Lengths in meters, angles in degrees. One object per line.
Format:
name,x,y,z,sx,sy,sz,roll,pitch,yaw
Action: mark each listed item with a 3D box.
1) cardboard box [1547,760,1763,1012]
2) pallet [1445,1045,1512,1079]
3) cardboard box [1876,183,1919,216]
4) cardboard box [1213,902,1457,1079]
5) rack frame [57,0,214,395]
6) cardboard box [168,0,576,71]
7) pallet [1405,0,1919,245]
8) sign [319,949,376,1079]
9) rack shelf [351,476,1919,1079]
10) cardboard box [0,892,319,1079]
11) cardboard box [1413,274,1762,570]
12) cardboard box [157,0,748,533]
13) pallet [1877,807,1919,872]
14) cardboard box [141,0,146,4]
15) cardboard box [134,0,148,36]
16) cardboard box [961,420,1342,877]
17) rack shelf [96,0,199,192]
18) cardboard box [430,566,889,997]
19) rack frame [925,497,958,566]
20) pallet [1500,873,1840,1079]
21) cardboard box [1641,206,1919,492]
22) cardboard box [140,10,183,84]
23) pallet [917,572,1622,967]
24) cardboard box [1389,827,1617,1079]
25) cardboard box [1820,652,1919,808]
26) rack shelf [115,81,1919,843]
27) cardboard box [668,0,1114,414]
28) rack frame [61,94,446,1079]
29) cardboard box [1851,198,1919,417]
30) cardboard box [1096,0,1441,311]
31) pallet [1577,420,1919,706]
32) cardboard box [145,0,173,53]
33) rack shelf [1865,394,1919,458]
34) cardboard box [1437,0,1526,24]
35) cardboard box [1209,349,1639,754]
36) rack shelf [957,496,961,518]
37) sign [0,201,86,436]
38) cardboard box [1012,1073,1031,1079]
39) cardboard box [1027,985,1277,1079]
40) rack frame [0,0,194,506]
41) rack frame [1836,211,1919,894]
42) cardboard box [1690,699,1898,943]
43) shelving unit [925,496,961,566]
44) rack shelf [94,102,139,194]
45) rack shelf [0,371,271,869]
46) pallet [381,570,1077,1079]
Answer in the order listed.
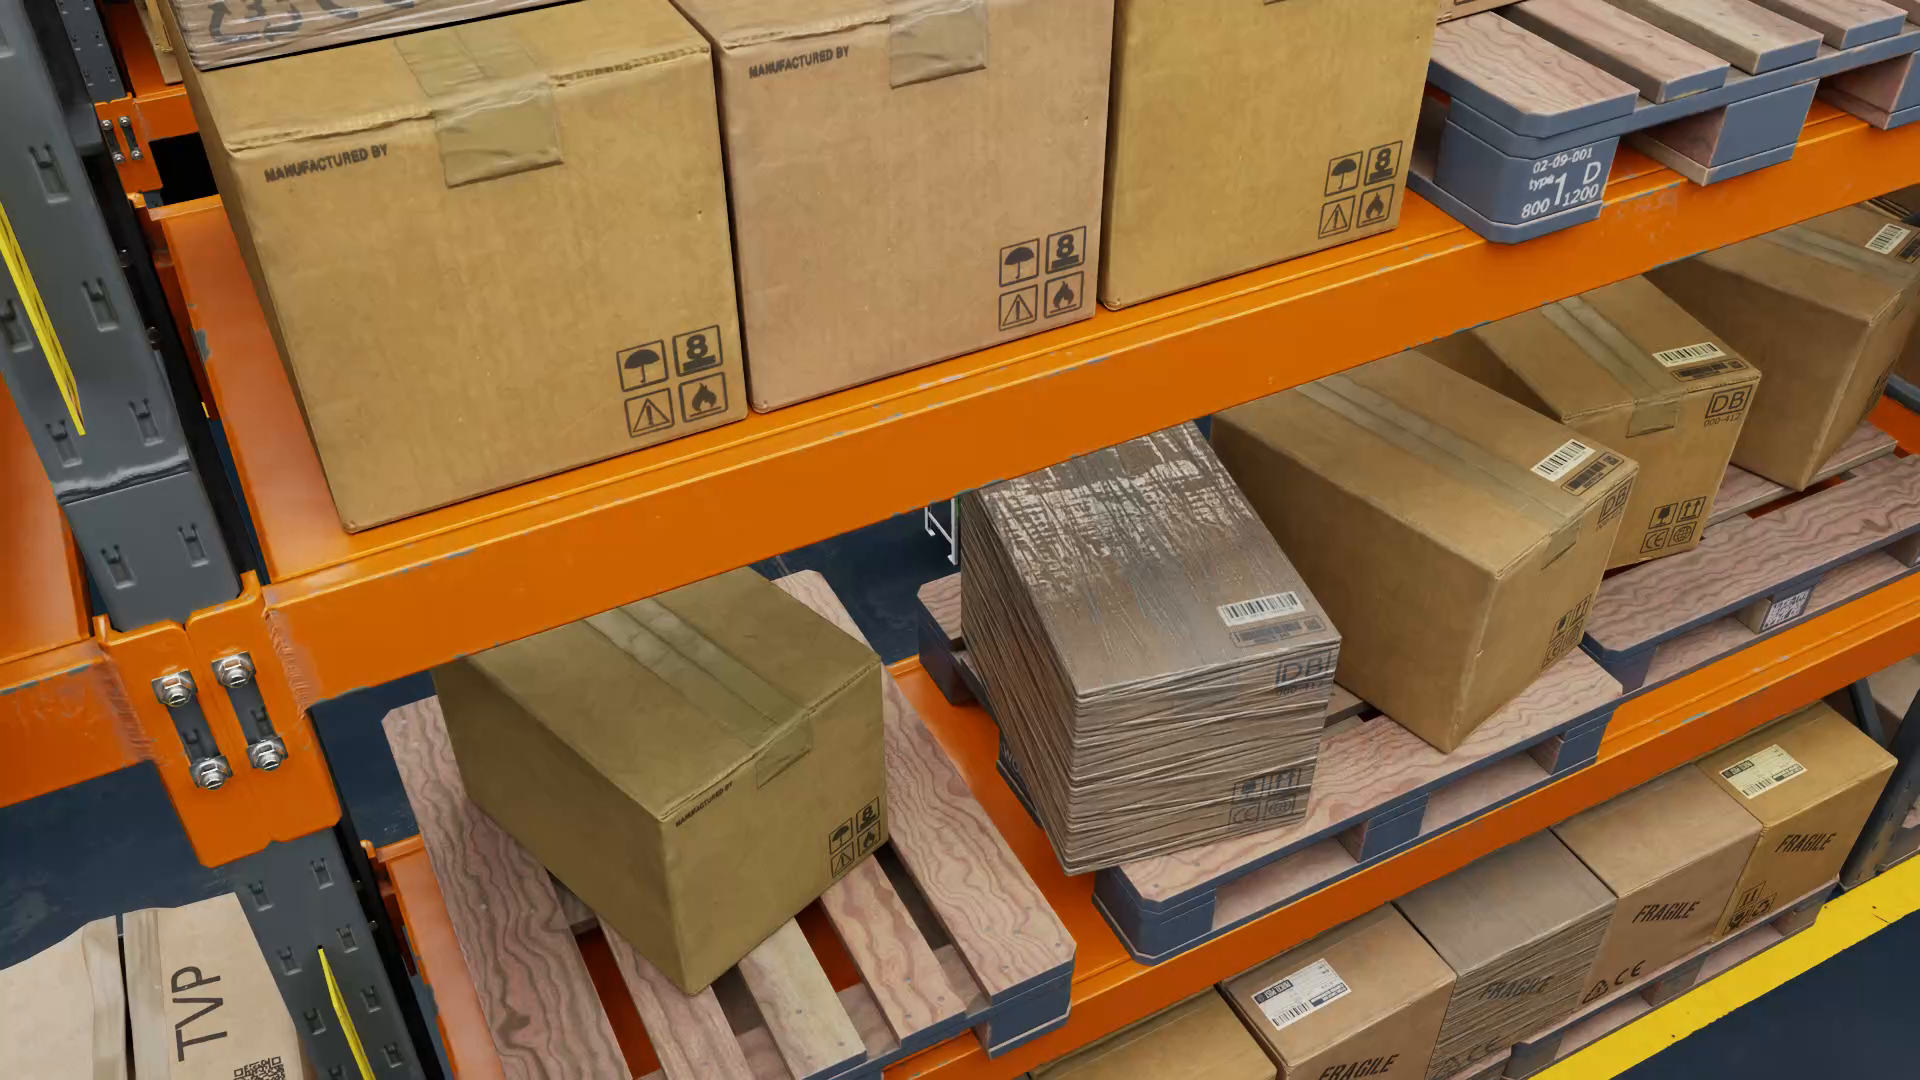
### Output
cardboard box,1.734,0.853,4.515,0.500,0.500,0.500,-18,44,-20
pallet,0.694,1.308,4.542,1.213,0.211,1.003,-19,44,-21
cardboard box,2.810,-1.107,4.385,0.500,0.500,0.500,-18,44,-20
cardboard box,0.839,1.155,4.158,0.500,0.500,0.500,-20,44,-22
rack frame,-3.358,-2.031,6.328,0.127,3.000,1.000,-19,44,-21
cardboard box,-0.677,-0.885,1.801,0.500,0.500,0.500,-19,44,-21
pallet,0.952,-0.995,2.928,1.003,0.211,1.213,-19,44,-21
sign,-0.807,0.681,2.227,0.005,0.325,0.100,-19,44,-21
rack shelf,0.707,0.484,3.914,4.000,0.370,1.077,-19,44,-21
cardboard box,-1.409,0.924,2.906,0.500,0.311,0.500,-16,43,-18
cardboard box,1.377,-0.331,3.917,0.500,0.500,0.700,-12,42,-14
cardboard box,-0.695,-0.526,2.151,0.500,0.500,0.910,-19,44,-21
pallet,3.091,0.472,5.529,1.213,0.211,1.003,-19,44,-21
cardboard box,-3.061,-2.483,6.538,0.500,0.500,0.500,-18,44,-20
cardboard box,-3.187,-2.187,6.691,0.250,0.149,0.380,-18,43,-20
cardboard box,0.339,0.192,3.300,0.500,0.500,0.700,-11,41,-13
rack shelf,-1.584,-2.354,7.266,4.000,0.370,1.077,-19,44,-21
cardboard box,-0.560,0.355,3.106,0.700,0.500,0.500,31,49,31
rack frame,-0.070,-0.435,5.835,0.015,1.200,0.240,-19,44,-21
pallet,1.777,0.941,4.975,1.213,0.211,1.003,-19,44,-21
cardboard box,1.958,-0.573,4.203,0.700,0.500,0.500,31,49,31
cardboard box,-2.959,-1.909,6.362,0.250,0.149,0.380,-19,44,-21
pallet,0.656,0.296,3.727,1.213,0.211,1.003,-19,44,-21
cardboard box,1.289,1.002,4.339,0.500,0.500,0.500,-18,43,-20
cardboard box,2.954,0.469,5.114,0.500,0.311,0.500,-19,44,-21
rack shelf,0.707,-0.661,2.944,4.000,0.370,1.077,-19,44,-21
cardboard box,-0.243,-0.679,2.331,0.500,0.500,0.910,-19,44,-21
rack frame,-1.066,0.806,2.976,0.127,3.000,1.000,-19,44,-21
cardboard box,2.806,-0.722,4.704,0.500,0.500,0.500,-18,43,-20
cardboard box,0.219,-0.834,2.514,0.500,0.500,0.910,-19,44,-21
pallet,1.722,-0.138,4.240,1.213,0.211,1.003,-19,44,-21
cardboard box,-2.809,-2.189,6.191,0.500,0.500,0.500,-17,43,-19
rack shelf,4.255,-0.710,5.324,4.000,0.370,1.077,-19,44,-21
cardboard box,0.819,-1.261,2.617,0.600,0.600,0.600,-20,44,-22
cardboard box,0.943,-0.023,3.554,0.500,0.500,0.700,-30,49,-31
rack shelf,0.147,-0.275,6.117,0.480,0.148,0.258,-19,44,-21
sign,-0.817,-0.246,1.436,0.005,0.325,0.100,-19,44,-21
cardboard box,-0.069,1.461,3.797,0.500,0.500,0.500,-20,44,-22
cardboard box,0.378,1.314,3.970,0.500,0.500,0.500,-19,44,-21
rack frame,-1.066,-1.484,1.038,0.127,3.000,1.000,-19,44,-21
rack frame,2.481,-0.388,4.386,0.127,3.000,1.000,-19,44,-21
cardboard box,2.176,0.710,4.684,0.500,0.500,0.500,-19,44,-21
shelving unit,0.147,-0.507,5.921,0.503,1.200,0.258,-19,44,-21
rack shelf,-5.132,-1.160,5.855,4.000,0.370,1.077,-19,44,-21
rack shelf,-2.840,0.533,1.534,4.000,0.370,1.077,-19,44,-21
pallet,-0.498,0.637,3.325,1.003,0.211,1.213,-19,44,-21
